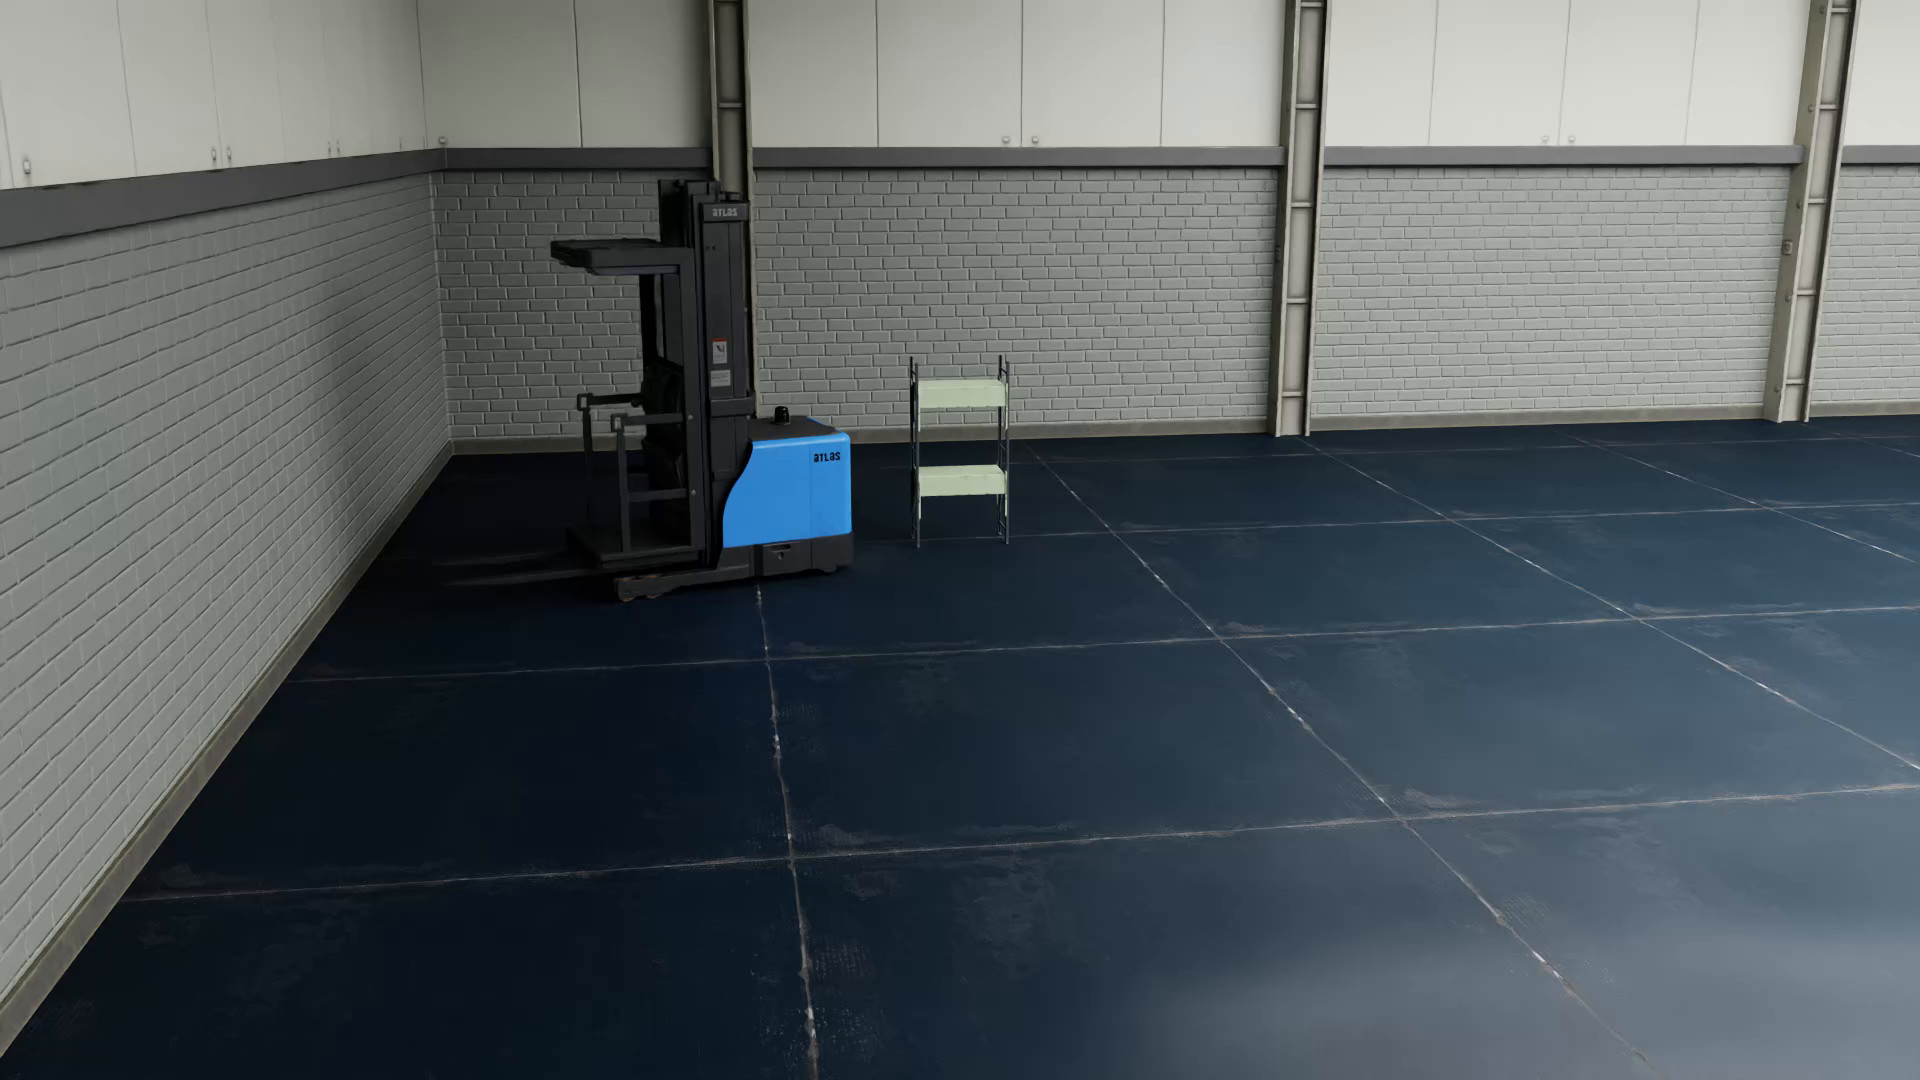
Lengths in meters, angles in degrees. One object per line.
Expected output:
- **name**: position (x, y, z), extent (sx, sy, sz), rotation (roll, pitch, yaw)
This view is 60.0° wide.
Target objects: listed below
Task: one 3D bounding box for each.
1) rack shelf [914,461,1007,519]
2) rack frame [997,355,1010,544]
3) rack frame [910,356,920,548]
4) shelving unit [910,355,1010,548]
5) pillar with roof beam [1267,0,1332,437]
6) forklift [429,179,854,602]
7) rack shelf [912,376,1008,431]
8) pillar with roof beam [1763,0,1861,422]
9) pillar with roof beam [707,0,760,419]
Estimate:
- **rack shelf**: position (-0.007, -0.411, 13.618), extent (0.720, 0.370, 0.431), rotation (-2, 14, -8)
- **rack frame**: position (0.355, -0.740, 13.591), extent (0.023, 1.500, 0.400), rotation (-2, 14, -8)
- **rack frame**: position (-0.369, -0.714, 13.486), extent (0.023, 1.500, 0.400), rotation (-2, 14, -8)
- **shelving unit**: position (-0.007, -0.727, 13.538), extent (0.755, 1.500, 0.431), rotation (-2, 14, -8)
- **pillar with roof beam**: position (4.273, -4.507, 13.193), extent (0.400, 9.000, 9.100), rotation (-2, 14, -8)
- **forklift**: position (-2.369, -1.125, 12.184), extent (3.031, 2.935, 1.130), rotation (-7, 16, -25)
- **rack shelf**: position (-0.007, -1.106, 13.443), extent (0.720, 0.370, 0.431), rotation (-2, 14, -8)
- **pillar with roof beam**: position (10.206, -4.724, 14.060), extent (0.400, 9.000, 9.100), rotation (-2, 14, -8)
- **pillar with roof beam**: position (-1.661, -4.289, 12.326), extent (0.400, 9.000, 9.100), rotation (-2, 14, -8)
